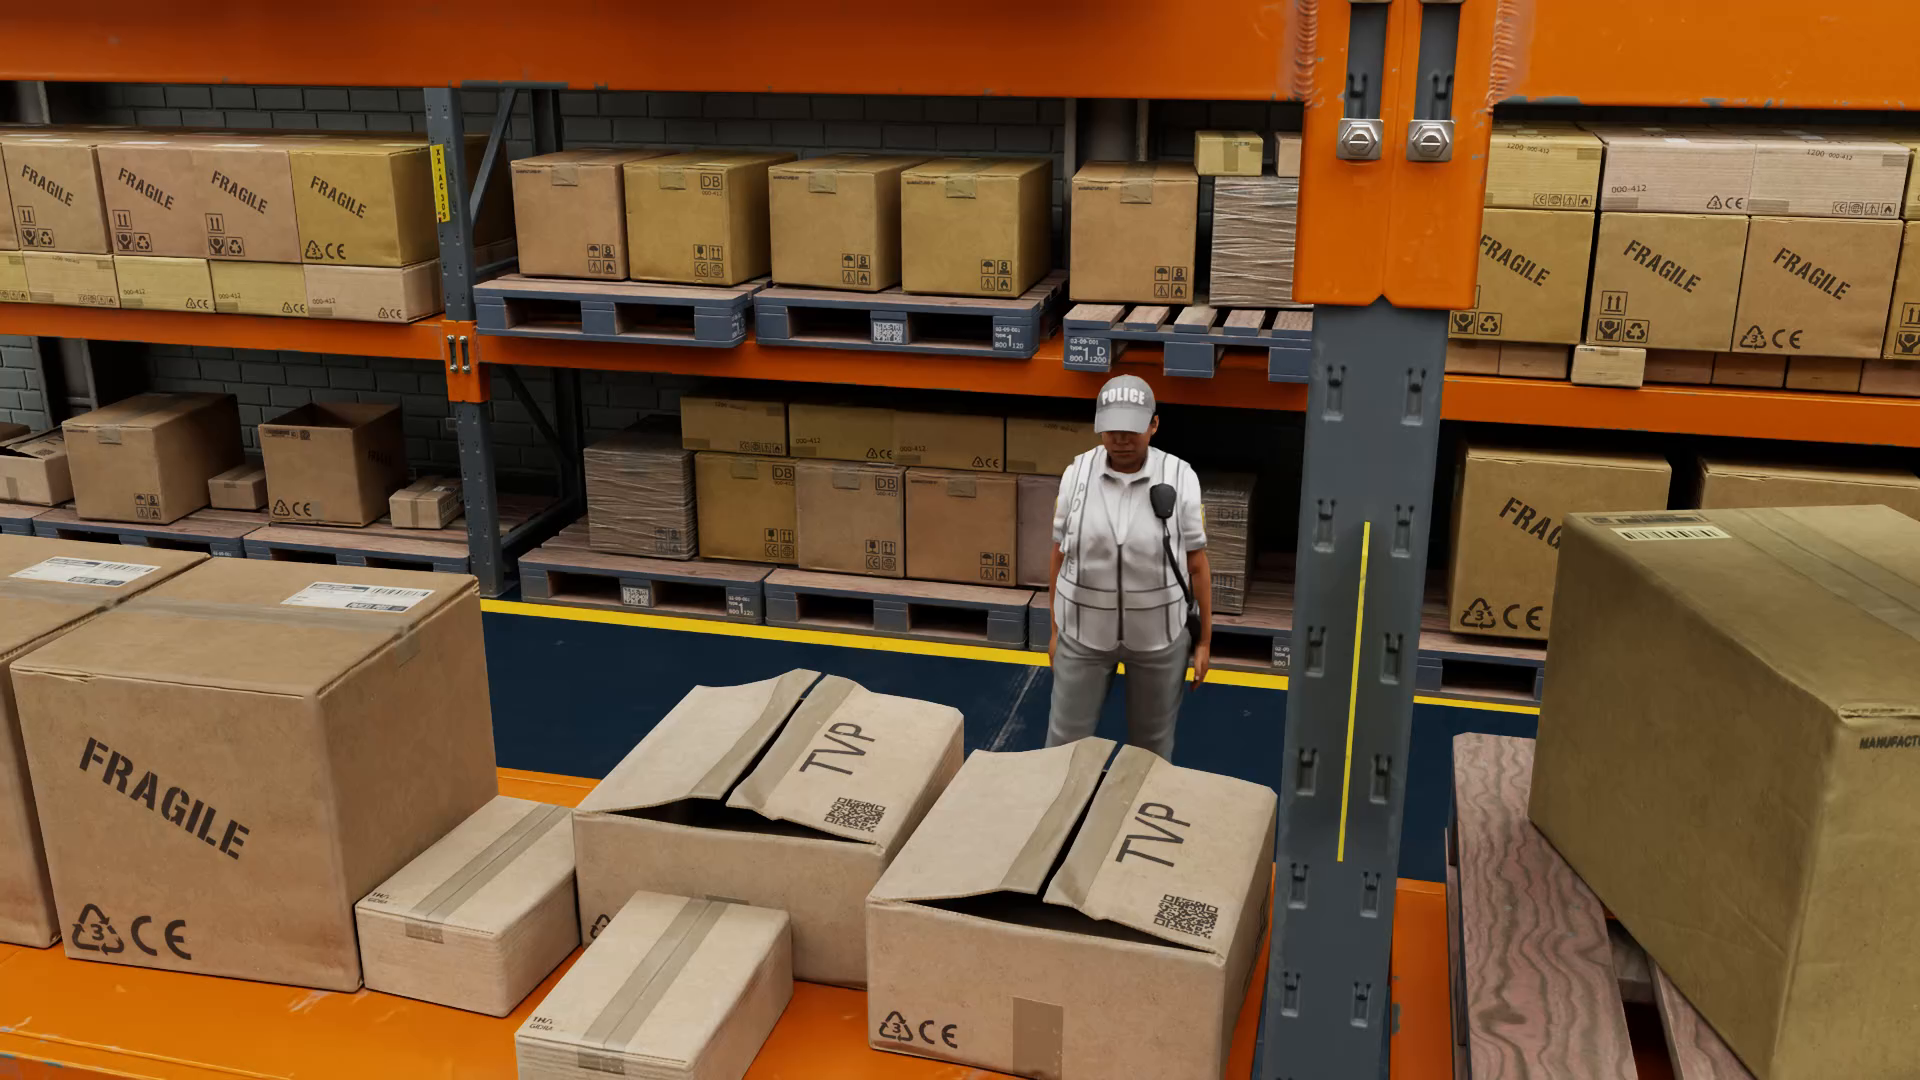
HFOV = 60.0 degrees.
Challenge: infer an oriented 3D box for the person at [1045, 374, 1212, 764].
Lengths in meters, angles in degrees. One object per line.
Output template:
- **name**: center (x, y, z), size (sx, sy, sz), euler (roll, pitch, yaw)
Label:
- **person**: center (0.509, 0.330, 5.118), size (0.520, 1.714, 0.392), euler (3, 19, 9)
